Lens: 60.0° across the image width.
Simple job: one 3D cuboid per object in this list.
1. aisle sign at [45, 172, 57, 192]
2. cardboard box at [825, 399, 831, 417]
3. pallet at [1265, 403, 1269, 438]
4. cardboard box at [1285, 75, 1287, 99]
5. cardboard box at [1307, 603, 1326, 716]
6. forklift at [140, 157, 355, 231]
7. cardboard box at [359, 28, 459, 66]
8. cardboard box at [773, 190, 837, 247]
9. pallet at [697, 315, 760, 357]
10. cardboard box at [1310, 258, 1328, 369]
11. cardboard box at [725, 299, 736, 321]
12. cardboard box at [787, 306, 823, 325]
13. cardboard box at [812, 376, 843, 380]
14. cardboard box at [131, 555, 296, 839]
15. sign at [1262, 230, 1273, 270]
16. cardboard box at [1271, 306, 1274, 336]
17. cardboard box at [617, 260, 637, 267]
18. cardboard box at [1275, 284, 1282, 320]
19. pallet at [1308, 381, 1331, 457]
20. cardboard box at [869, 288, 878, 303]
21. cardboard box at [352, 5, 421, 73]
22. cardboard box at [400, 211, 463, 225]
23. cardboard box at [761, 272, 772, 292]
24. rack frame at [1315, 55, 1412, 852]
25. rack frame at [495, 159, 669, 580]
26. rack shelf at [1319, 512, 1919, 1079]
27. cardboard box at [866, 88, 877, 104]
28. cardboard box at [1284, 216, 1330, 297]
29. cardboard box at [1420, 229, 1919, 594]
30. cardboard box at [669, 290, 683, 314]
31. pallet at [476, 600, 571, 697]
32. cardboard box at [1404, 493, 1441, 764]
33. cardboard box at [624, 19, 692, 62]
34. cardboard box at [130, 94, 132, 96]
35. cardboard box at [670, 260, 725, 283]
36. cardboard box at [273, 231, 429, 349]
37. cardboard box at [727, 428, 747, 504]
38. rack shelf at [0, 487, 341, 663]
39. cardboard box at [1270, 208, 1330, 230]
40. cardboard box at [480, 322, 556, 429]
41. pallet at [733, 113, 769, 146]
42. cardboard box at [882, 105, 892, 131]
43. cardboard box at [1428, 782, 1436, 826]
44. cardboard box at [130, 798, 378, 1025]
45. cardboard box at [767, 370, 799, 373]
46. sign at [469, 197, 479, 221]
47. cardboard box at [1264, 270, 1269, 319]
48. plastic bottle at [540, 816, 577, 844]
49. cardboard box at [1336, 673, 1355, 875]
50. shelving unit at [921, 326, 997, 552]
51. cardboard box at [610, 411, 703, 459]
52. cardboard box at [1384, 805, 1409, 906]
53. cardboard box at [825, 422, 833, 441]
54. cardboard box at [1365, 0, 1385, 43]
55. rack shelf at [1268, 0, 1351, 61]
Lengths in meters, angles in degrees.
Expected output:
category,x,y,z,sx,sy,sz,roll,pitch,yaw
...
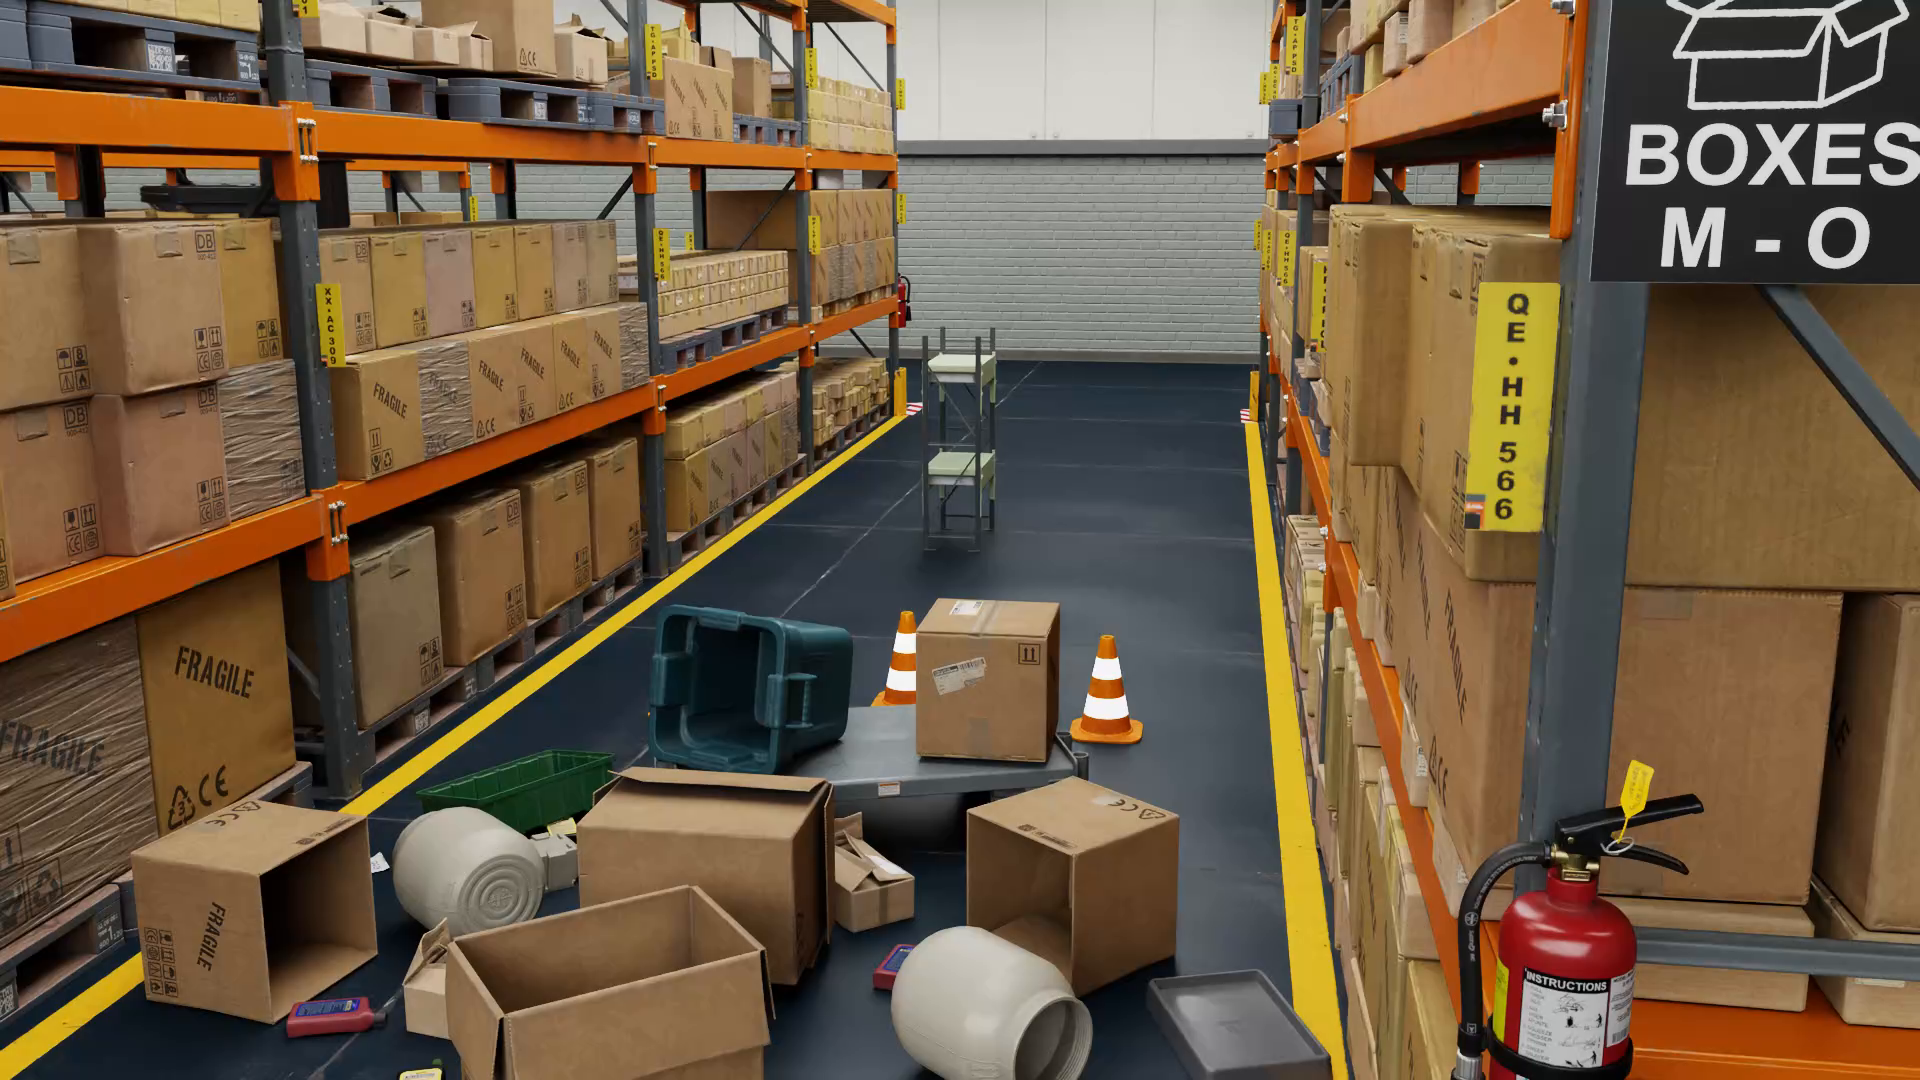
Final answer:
category,x,y,z,sx,sy,sz,roll,pitch,yaw
aisle sign,-10.661,-4.517,19.663,0.394,0.787,0.004,2,12,9
cardboard box,-1.429,-1.252,15.746,0.380,0.149,0.250,1,12,6
pallet,3.679,-1.227,17.187,1.003,0.211,1.213,2,12,9
cardboard box,2.479,-3.191,11.325,0.500,0.500,0.500,2,12,9
cardboard box,2.065,0.559,7.520,0.950,0.372,0.625,3,12,12
forklift,-5.141,-1.474,11.876,3.031,2.935,1.130,-9,15,-36
cardboard box,-2.555,-2.282,7.703,0.380,0.149,0.250,2,12,9
cardboard box,-1.422,-2.943,15.215,0.500,0.500,0.500,2,12,7
pallet,-2.148,-1.553,12.534,1.003,0.211,1.213,2,12,9
cardboard box,1.964,-1.084,7.963,0.500,0.500,0.500,1,12,7
cardboard box,-1.901,-1.733,12.512,0.380,0.149,0.250,1,12,7
cardboard box,-1.430,-1.992,14.711,0.380,0.149,0.250,2,12,11
cardboard box,-1.350,-1.508,16.228,0.380,0.149,0.250,1,12,6
cardboard box,-3.193,0.561,6.315,0.875,0.875,0.875,2,12,10
sign,2.561,-2.406,13.796,0.100,0.325,0.005,2,12,9
cardboard box,2.781,-1.770,13.444,0.500,0.250,0.500,2,12,7
cardboard box,-2.589,-1.993,12.307,0.380,0.149,0.250,2,12,11
cardboard box,2.531,-1.696,11.914,0.500,0.250,0.500,2,12,7
pallet,2.231,-0.587,8.051,1.003,0.211,1.213,2,12,9
cardboard box,-1.068,-2.542,17.263,0.380,0.149,0.250,2,12,10
cardboard box,-2.975,-2.450,8.097,0.500,0.311,0.500,1,12,7
cardboard box,-5.882,-3.409,18.562,0.500,0.500,0.500,2,12,9
cardboard box,-1.743,-2.098,13.503,0.380,0.149,0.250,2,12,11
rack frame,1.879,-0.261,6.086,1.000,3.000,0.127,2,12,9
rack frame,-2.412,-1.233,10.596,1.000,3.000,0.127,2,12,9
rack shelf,1.572,0.507,4.230,1.077,0.370,4.000,2,12,9
cardboard box,-1.050,-4.492,16.820,0.380,0.149,0.250,2,12,10
cardboard box,2.386,-1.855,10.869,0.500,0.500,0.500,2,12,10
cardboard box,1.127,-0.225,2.601,0.700,0.500,0.500,2,12,7
cardboard box,-2.100,-1.612,11.246,0.380,0.149,0.250,2,12,11
pallet,-2.798,0.545,8.965,1.003,0.211,1.213,2,12,9
cardboard box,1.157,0.151,3.229,0.500,0.500,0.500,2,12,9
cardboard box,-1.998,-3.305,11.036,0.396,0.266,0.258,2,12,9
cardboard box,-6.940,-3.650,13.906,0.500,0.311,0.500,1,12,7
cardboard box,-1.949,-1.970,12.203,0.380,0.149,0.250,2,12,10
cardboard box,-2.880,-1.149,7.594,0.700,0.500,0.500,2,12,8
cardboard box,-1.903,-0.567,12.443,0.500,0.500,0.500,2,12,7
rack shelf,-3.335,0.367,4.876,1.077,0.370,4.000,2,12,9
cardboard box,2.909,-2.571,14.195,0.500,0.500,0.500,2,12,8
cardboard box,-2.446,-0.865,8.650,0.500,0.500,0.500,2,12,10
pallet,-2.154,-3.099,12.581,1.213,0.211,1.003,2,12,9
cardboard box,-1.001,-4.432,17.487,0.500,0.250,0.500,1,12,7
cardboard box,1.100,0.500,3.148,0.380,0.149,0.250,2,12,8
cardboard box,-2.252,1.176,5.342,0.500,0.500,0.500,4,13,18
cardboard box,-1.781,-1.628,16.788,0.380,0.149,0.250,2,12,10
sign,-5.533,-3.742,18.925,0.100,0.325,0.005,2,12,9
cardboard box,3.065,-2.293,15.275,0.500,0.500,0.500,2,12,8
plastic bottle,-1.579,1.142,6.548,0.133,0.061,0.283,-5,13,-21
cardboard box,1.451,0.737,5.204,0.500,0.500,0.500,2,12,11
shelving unit,-0.001,-0.732,11.829,0.431,1.500,0.755,2,12,9
cardboard box,-2.067,-0.719,11.366,0.500,0.250,0.500,1,12,6
cardboard box,1.162,0.721,3.740,0.380,0.149,0.250,2,12,10
cardboard box,-1.383,-0.998,15.276,0.380,0.149,0.250,2,12,10
cardboard box,1.471,-1.609,4.871,0.500,0.250,0.500,2,12,8
rack shelf,3.417,-4.728,15.231,1.077,0.370,4.000,2,12,9
